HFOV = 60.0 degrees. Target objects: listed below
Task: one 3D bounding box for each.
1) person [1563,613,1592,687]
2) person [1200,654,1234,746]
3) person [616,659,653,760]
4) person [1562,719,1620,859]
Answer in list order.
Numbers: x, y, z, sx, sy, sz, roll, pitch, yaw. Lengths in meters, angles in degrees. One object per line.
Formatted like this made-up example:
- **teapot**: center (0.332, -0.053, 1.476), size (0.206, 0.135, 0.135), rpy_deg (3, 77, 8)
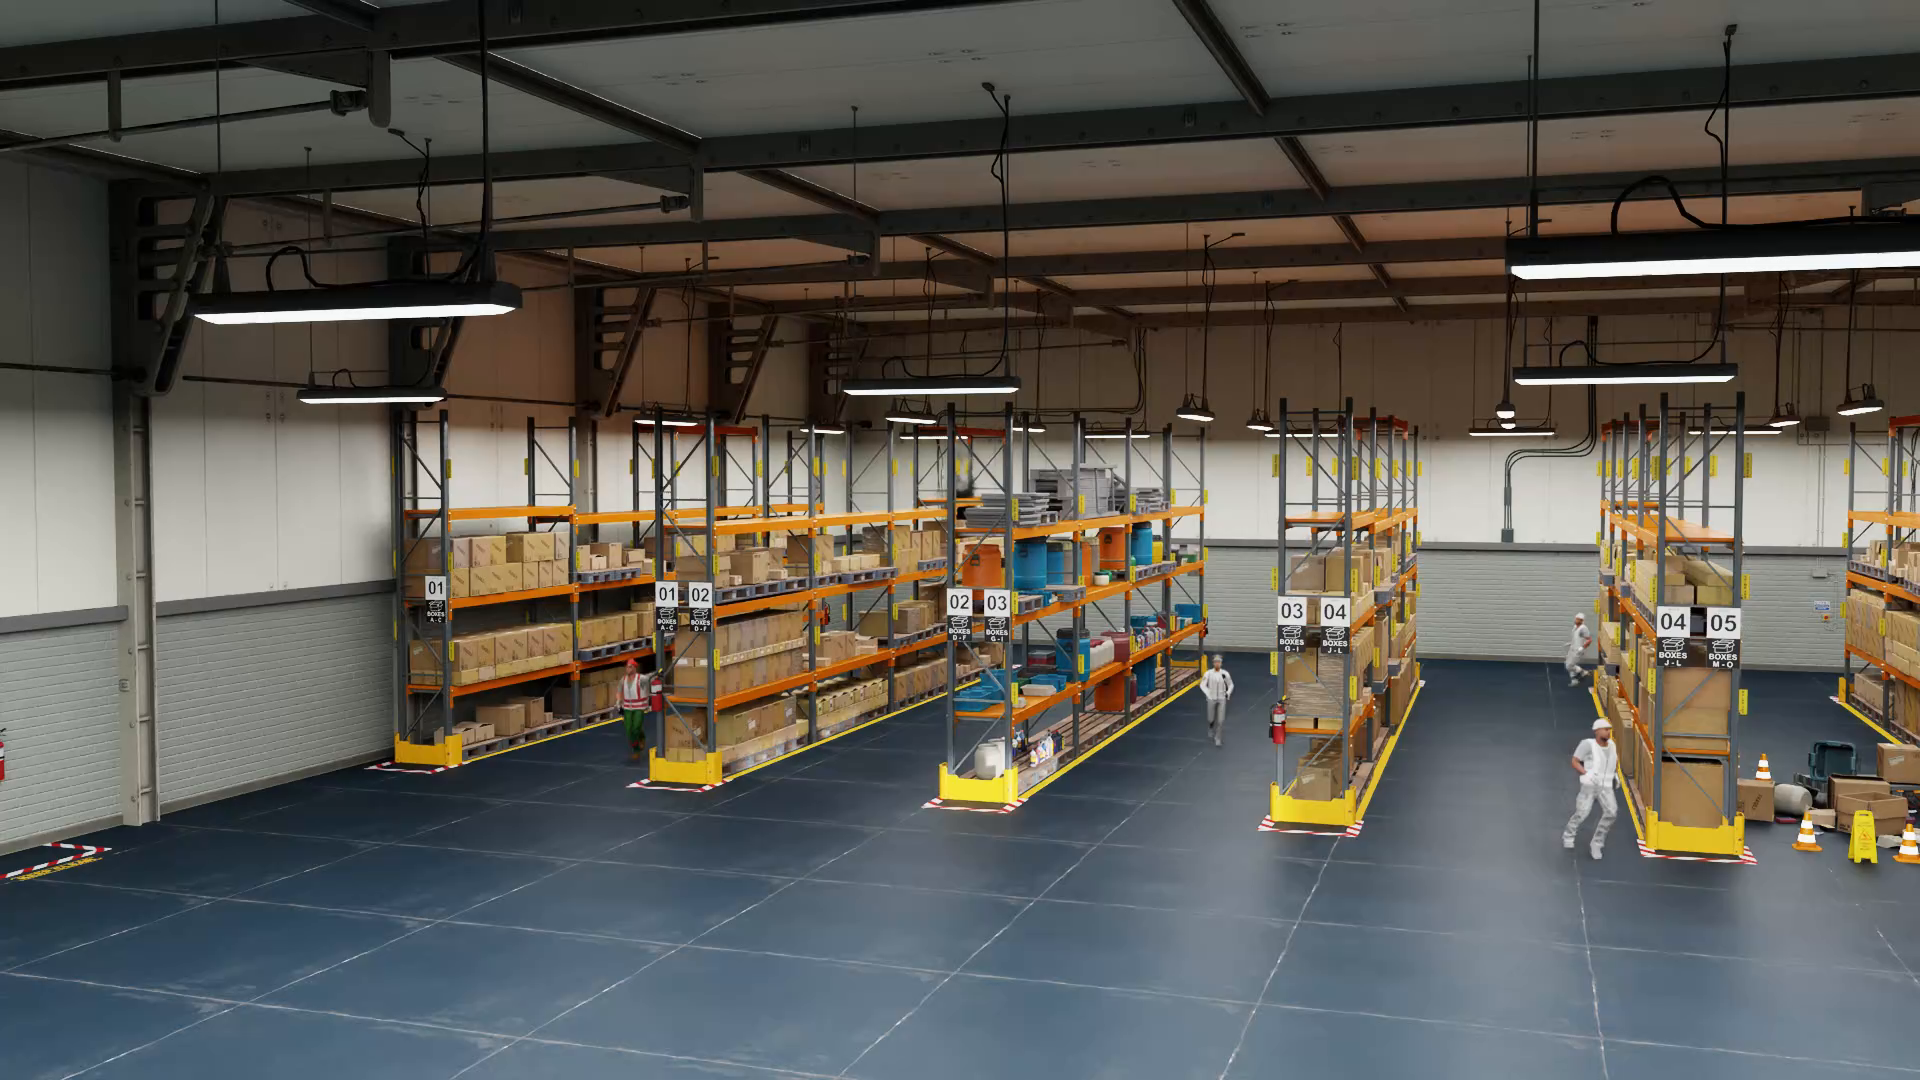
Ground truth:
- **person**: center (14.123, 2.523, 37.983), size (0.561, 1.728, 0.710), rpy_deg (0, 2, -3)
- **person**: center (4.664, 2.887, 30.121), size (0.615, 1.642, 0.575), rpy_deg (0, 2, 5)
- **person**: center (-5.587, 2.913, 28.499), size (0.692, 1.740, 0.650), rpy_deg (1, 3, 16)
- **person**: center (8.261, 3.208, 21.570), size (0.724, 1.790, 0.678), rpy_deg (0, 2, -10)
